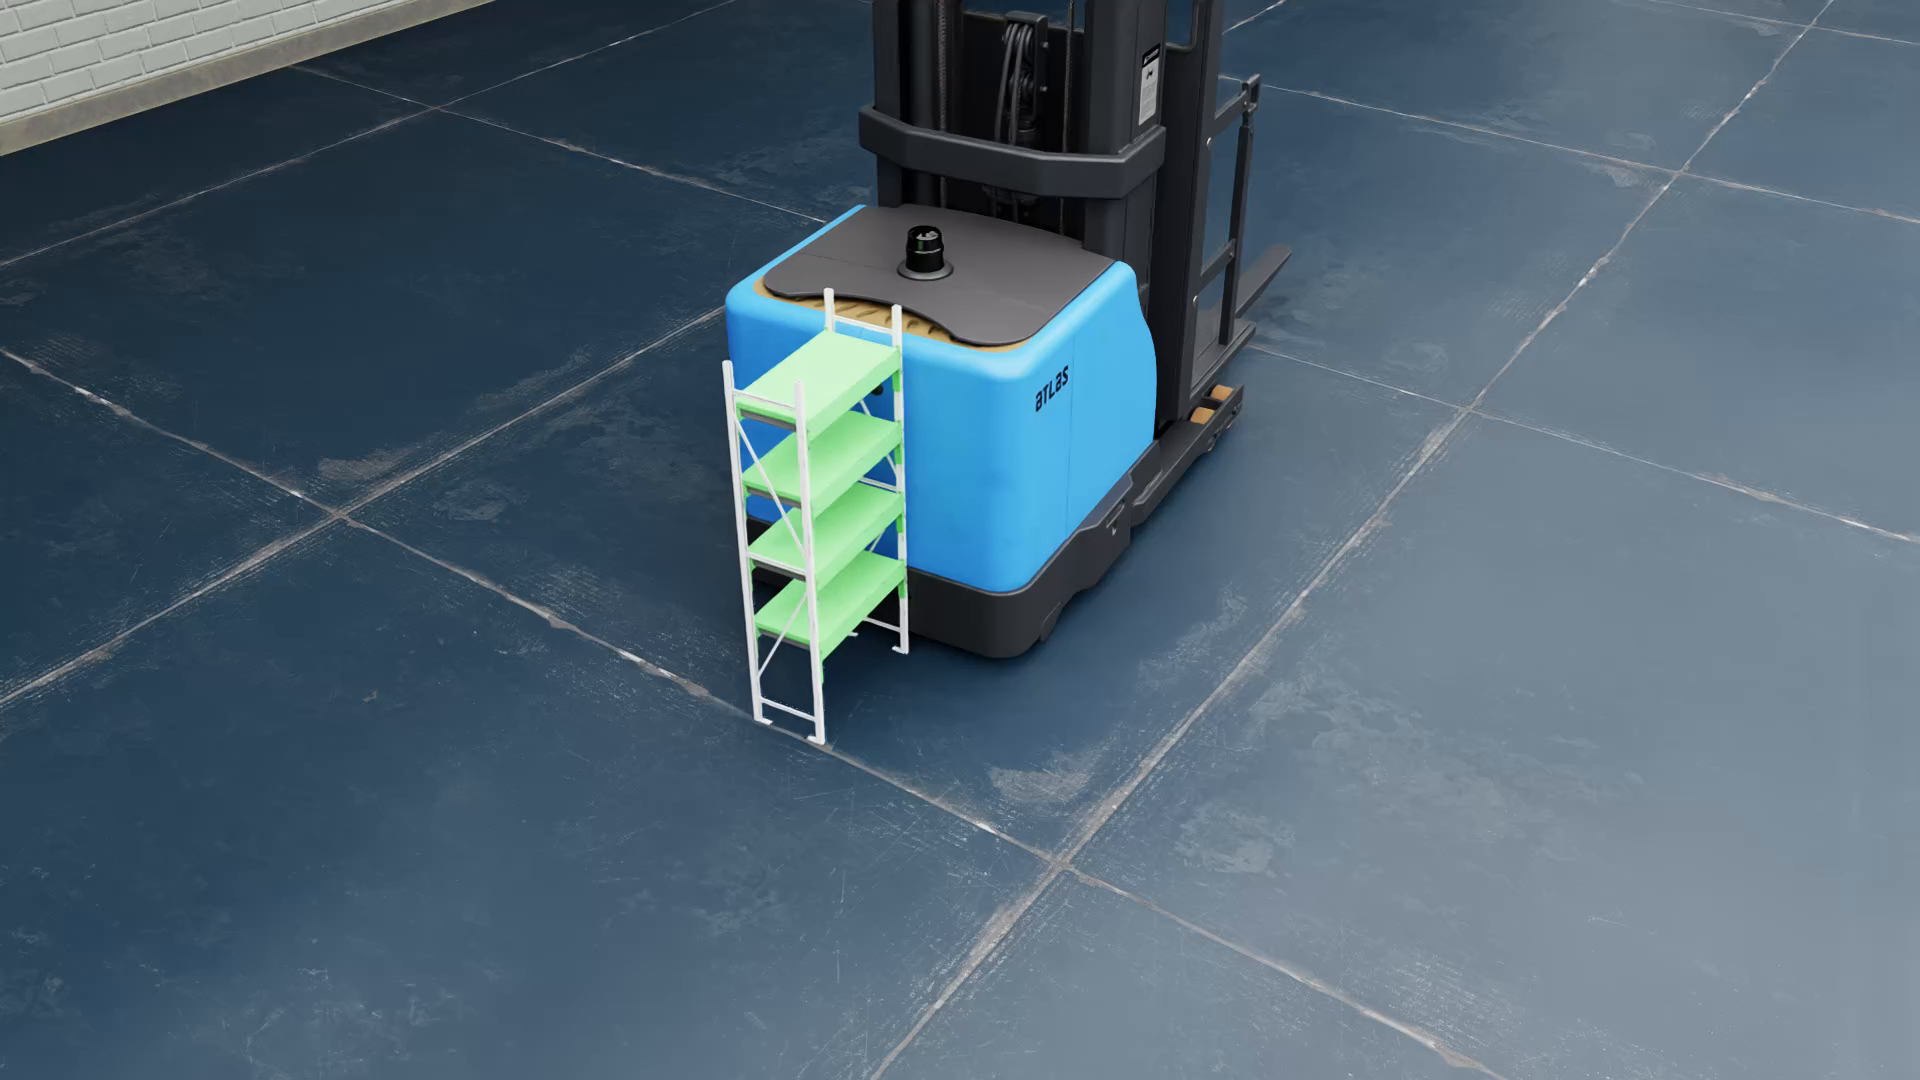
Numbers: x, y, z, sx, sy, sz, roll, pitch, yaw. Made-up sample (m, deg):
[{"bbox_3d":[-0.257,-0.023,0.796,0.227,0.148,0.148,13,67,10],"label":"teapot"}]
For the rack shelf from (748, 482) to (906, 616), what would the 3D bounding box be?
[{"bbox_3d":[-0.387,0.001,4.792,0.258,0.148,0.480,17,38,23],"label":"rack shelf"}]

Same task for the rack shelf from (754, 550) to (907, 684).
[{"bbox_3d":[-0.387,0.200,4.926,0.258,0.148,0.480,17,38,23],"label":"rack shelf"}]

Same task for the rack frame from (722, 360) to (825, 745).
[{"bbox_3d":[-0.504,0.068,4.578,0.240,1.200,0.015,17,38,23],"label":"rack frame"}]

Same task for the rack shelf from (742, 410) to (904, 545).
[{"bbox_3d":[-0.387,-0.198,4.657,0.258,0.148,0.480,17,38,23],"label":"rack shelf"}]

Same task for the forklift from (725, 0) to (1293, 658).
[{"bbox_3d":[0.430,-1.655,5.581,1.130,2.935,3.031,17,38,23],"label":"forklift"}]

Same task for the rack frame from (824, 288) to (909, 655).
[{"bbox_3d":[-0.270,-0.172,4.933,0.240,1.200,0.015,17,38,23],"label":"rack frame"}]

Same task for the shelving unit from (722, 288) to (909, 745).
[{"bbox_3d":[-0.387,-0.052,4.756,0.258,1.200,0.503,17,38,23],"label":"shelving unit"}]

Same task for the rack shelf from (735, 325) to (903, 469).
[{"bbox_3d":[-0.387,-0.397,4.523,0.258,0.148,0.480,17,38,23],"label":"rack shelf"}]
